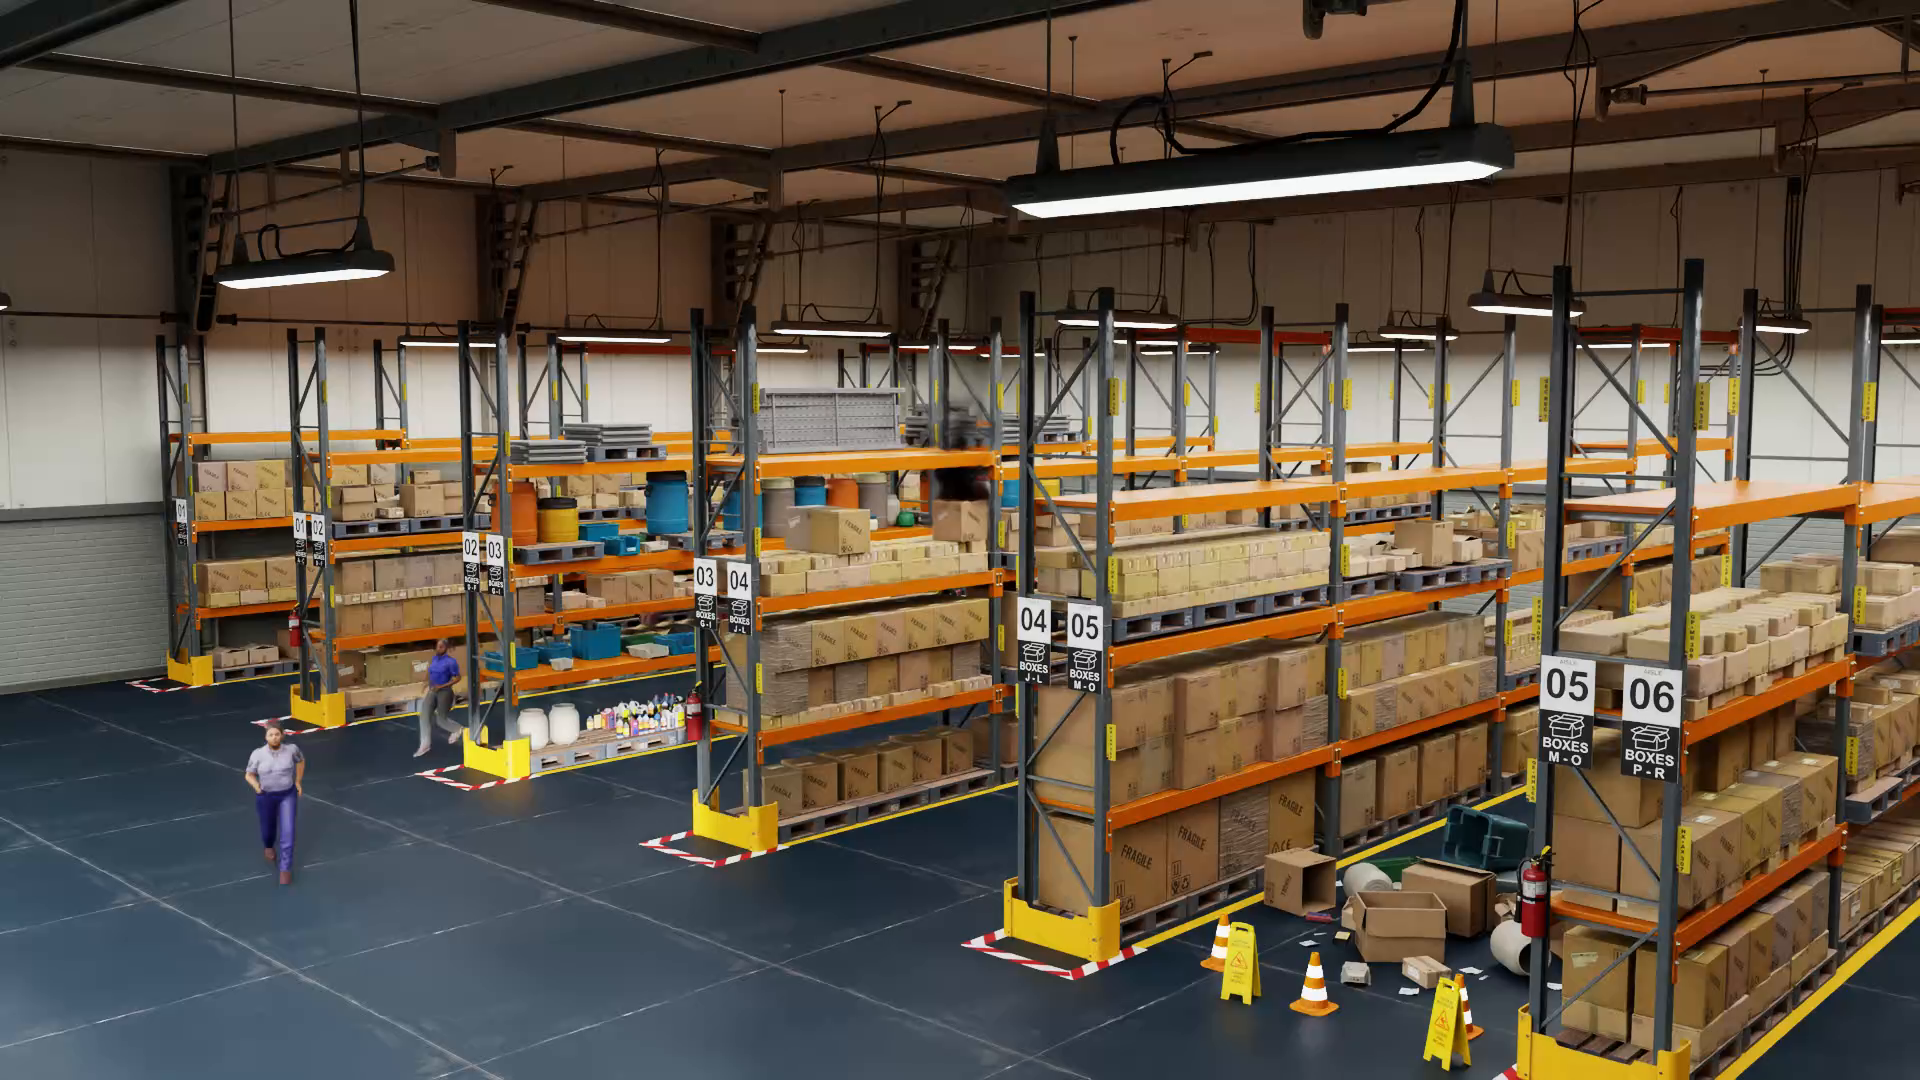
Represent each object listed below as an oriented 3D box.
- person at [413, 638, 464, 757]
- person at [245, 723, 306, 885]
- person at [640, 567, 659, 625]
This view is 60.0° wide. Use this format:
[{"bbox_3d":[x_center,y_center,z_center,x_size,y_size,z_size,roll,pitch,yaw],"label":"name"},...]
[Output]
[{"bbox_3d":[-7.241,2.182,23.327,0.617,1.649,0.829,2,6,25],"label":"person"},{"bbox_3d":[-7.179,2.718,17.477,0.592,1.633,0.886,-2,6,-24],"label":"person"},{"bbox_3d":[-5.933,1.337,32.142,0.578,1.619,0.569,5,7,42],"label":"person"}]
